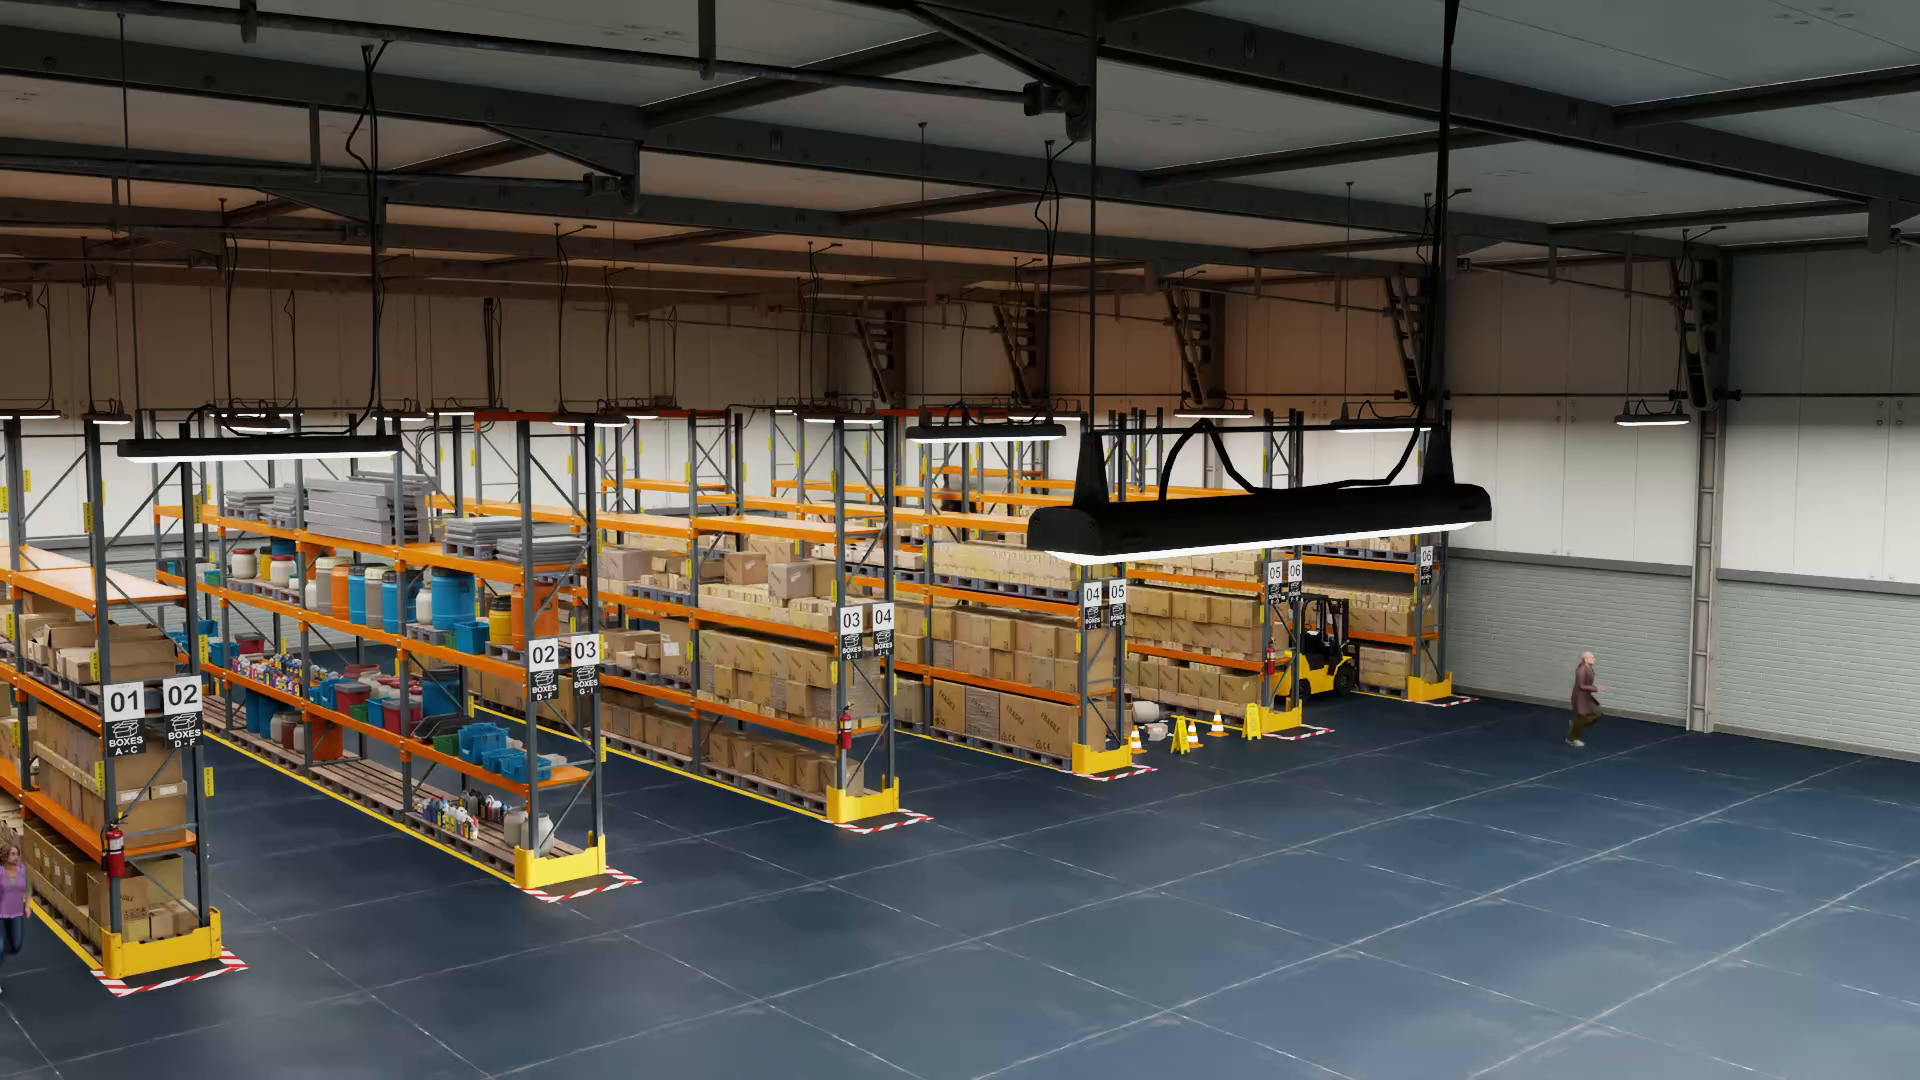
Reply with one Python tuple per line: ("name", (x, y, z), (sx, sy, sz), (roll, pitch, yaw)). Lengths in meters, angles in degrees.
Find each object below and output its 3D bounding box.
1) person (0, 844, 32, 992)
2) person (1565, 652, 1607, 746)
("person", (-10.209, 4.016, 17.779), (0.506, 1.549, 0.588), (4, 7, 41))
("person", (11.215, 2.888, 29.776), (0.723, 1.655, 0.761), (4, 6, 37))
